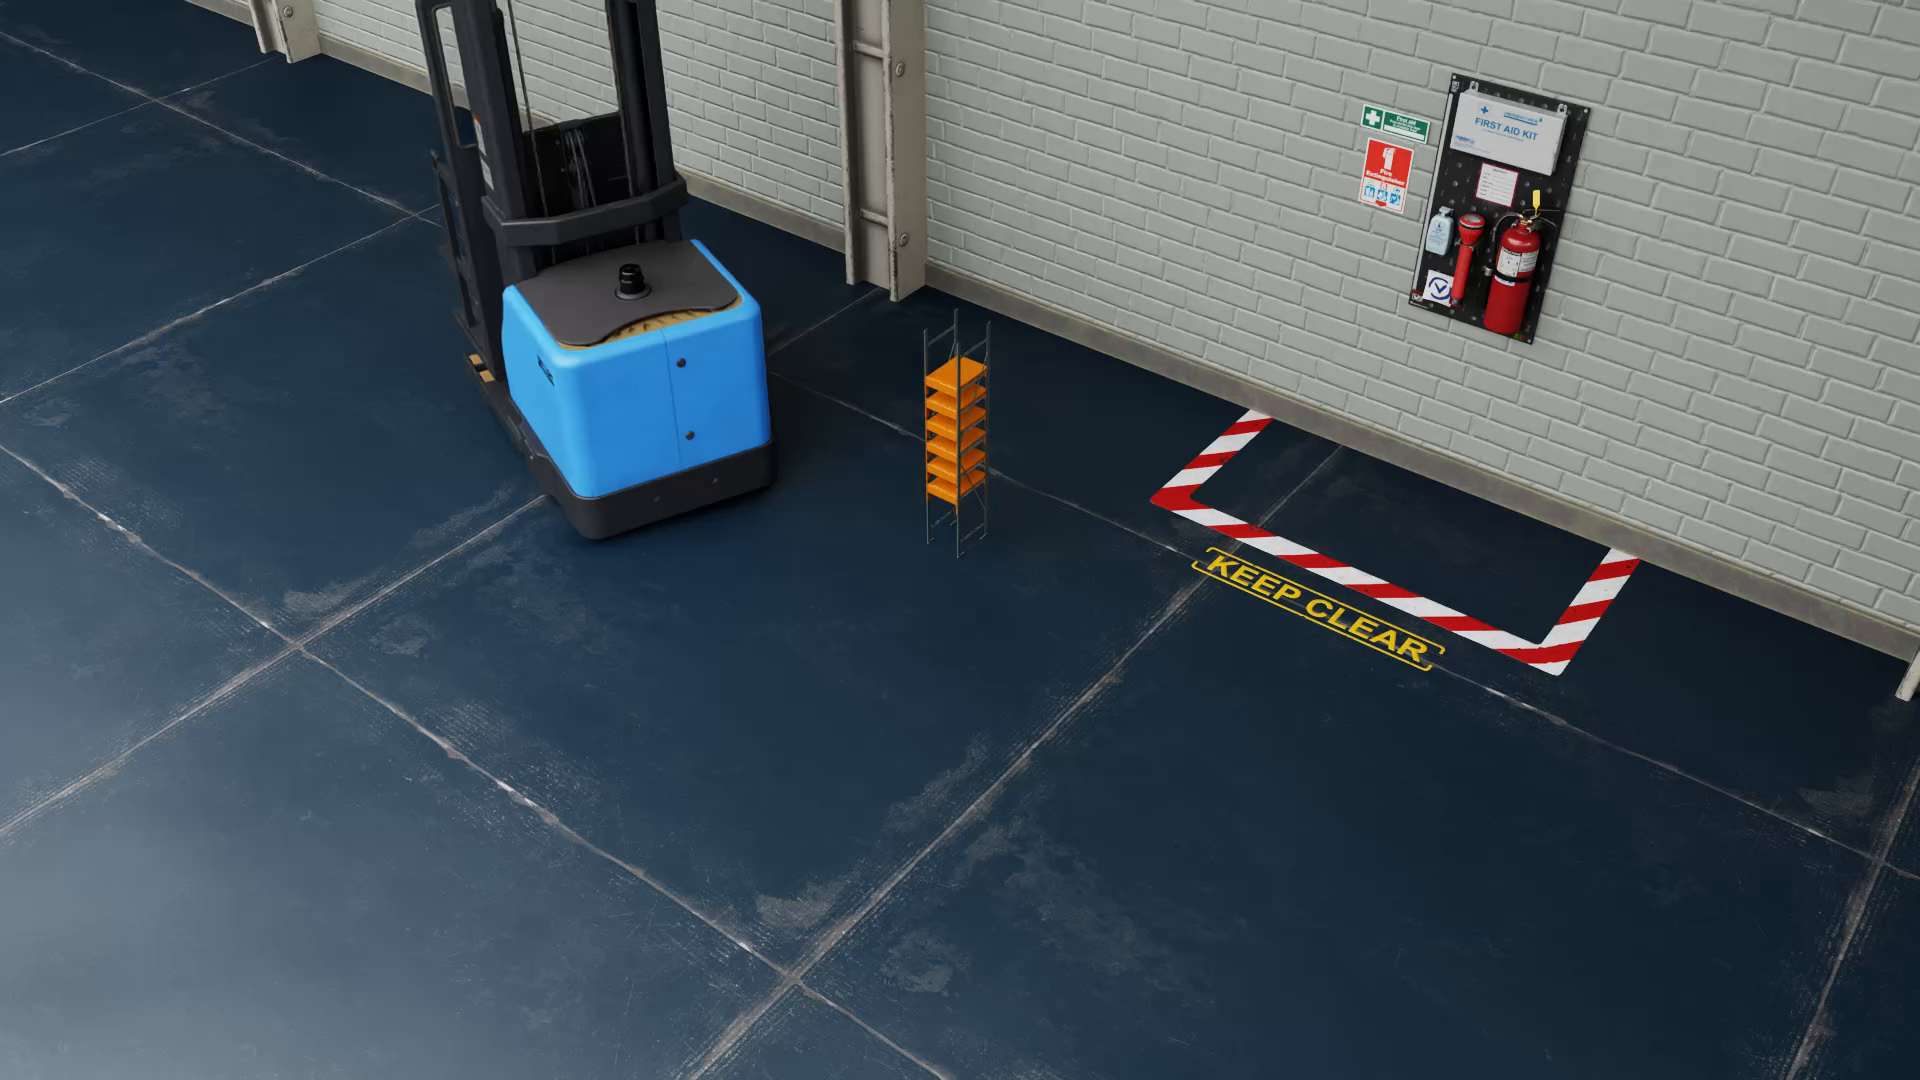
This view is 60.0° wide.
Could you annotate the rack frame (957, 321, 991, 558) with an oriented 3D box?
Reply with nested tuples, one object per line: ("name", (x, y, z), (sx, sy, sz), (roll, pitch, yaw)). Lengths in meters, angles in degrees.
("rack frame", (0.061, -0.444, 7.704), (0.006, 1.200, 0.240), (25, 45, 29))

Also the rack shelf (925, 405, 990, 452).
("rack shelf", (-0.012, -0.537, 7.701), (0.180, 0.103, 0.258), (25, 45, 29))

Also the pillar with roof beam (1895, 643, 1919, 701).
("pillar with roof beam", (1.708, -0.756, 1.777), (0.400, 9.000, 9.100), (25, 45, 29))

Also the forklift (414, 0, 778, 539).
("forklift", (-2.092, -2.047, 8.348), (1.130, 2.935, 3.031), (-20, 42, -23))

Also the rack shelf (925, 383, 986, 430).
("rack shelf", (-0.012, -0.632, 7.627), (0.180, 0.103, 0.258), (25, 45, 29))

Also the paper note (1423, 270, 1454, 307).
("paper note", (2.285, -1.199, 7.924), (0.142, 0.148, 0.016), (25, 45, 29))

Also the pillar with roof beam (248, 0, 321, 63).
("pillar with roof beam", (-7.823, -5.250, 7.517), (0.400, 9.000, 9.100), (25, 45, 29))

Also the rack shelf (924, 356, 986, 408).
("rack shelf", (-0.012, -0.726, 7.553), (0.180, 0.103, 0.258), (25, 45, 29))

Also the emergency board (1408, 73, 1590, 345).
("emergency board", (2.384, -1.446, 7.524), (0.643, 1.169, 0.194), (25, 45, 29))

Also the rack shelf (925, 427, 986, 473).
("rack shelf", (-0.012, -0.443, 7.775), (0.180, 0.103, 0.258), (25, 45, 29))

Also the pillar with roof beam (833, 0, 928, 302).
("pillar with roof beam", (-3.058, -3.003, 4.647), (0.400, 9.000, 9.100), (25, 45, 29))

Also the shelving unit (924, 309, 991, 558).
("shelving unit", (-0.012, -0.478, 7.748), (0.189, 1.200, 0.258), (25, 45, 29))

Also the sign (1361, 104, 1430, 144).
("sign", (2.006, -1.920, 7.671), (0.331, 0.109, 0.001), (25, 45, 29))

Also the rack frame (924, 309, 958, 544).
("rack frame", (-0.084, -0.512, 7.792), (0.006, 1.200, 0.240), (25, 45, 29))

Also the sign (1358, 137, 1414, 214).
("sign", (2.007, -1.718, 7.842), (0.234, 0.329, 0.001), (25, 45, 29))

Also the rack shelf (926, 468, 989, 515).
("rack shelf", (-0.011, -0.254, 7.923), (0.180, 0.103, 0.258), (25, 45, 29))

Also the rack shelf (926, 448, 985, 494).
("rack shelf", (-0.011, -0.348, 7.849), (0.180, 0.103, 0.258), (25, 45, 29))
